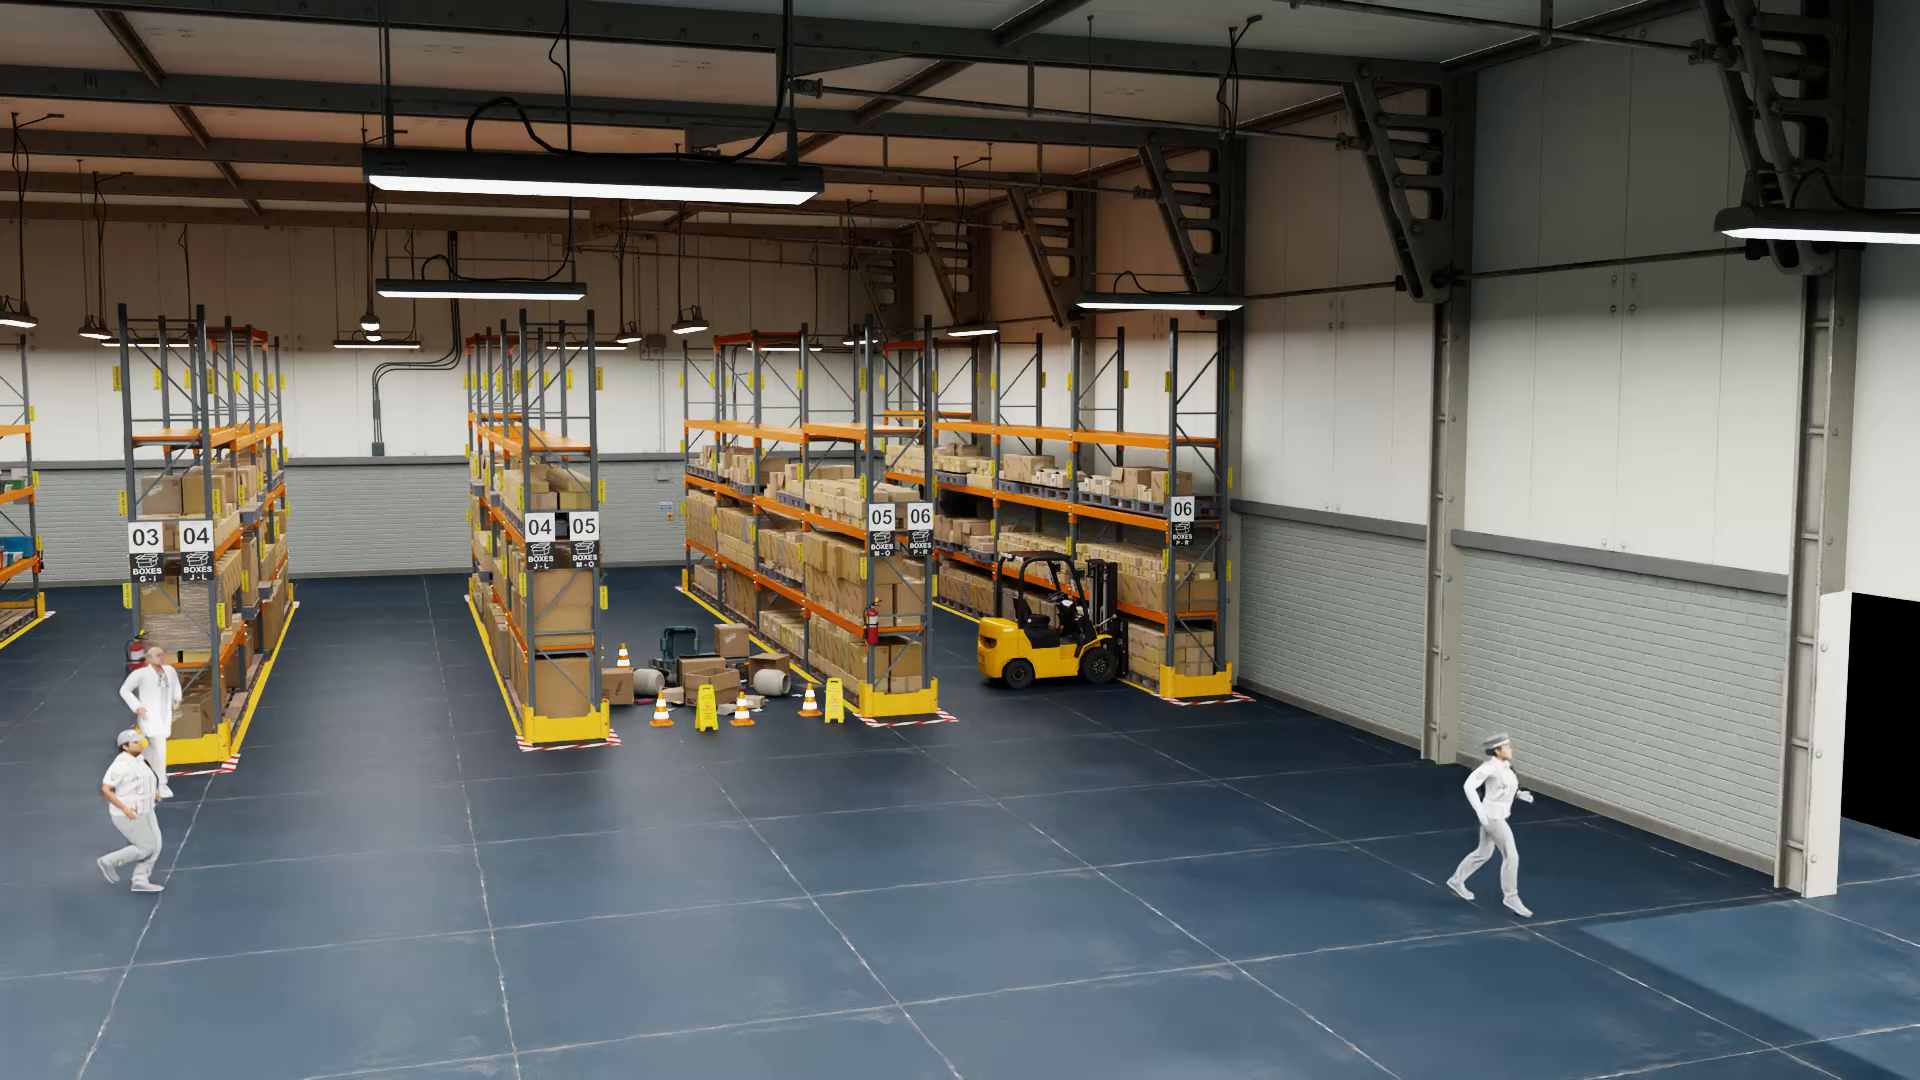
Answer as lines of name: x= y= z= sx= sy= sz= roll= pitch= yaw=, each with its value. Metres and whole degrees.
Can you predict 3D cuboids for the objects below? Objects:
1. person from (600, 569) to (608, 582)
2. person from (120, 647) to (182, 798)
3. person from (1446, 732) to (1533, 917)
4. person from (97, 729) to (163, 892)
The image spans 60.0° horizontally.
person: x=-9.058 y=0.292 z=40.439 sx=0.929 sy=1.784 sz=0.699 roll=-1 pitch=5 yaw=-8
person: x=-9.879 y=2.191 z=20.347 sx=0.922 sy=1.807 sz=0.717 roll=2 pitch=6 yaw=24
person: x=5.059 y=2.662 z=15.825 sx=0.812 sy=1.729 sz=0.605 roll=3 pitch=6 yaw=26
person: x=-8.124 y=2.656 z=16.278 sx=0.566 sy=1.620 sz=0.622 roll=0 pitch=5 yaw=-4
